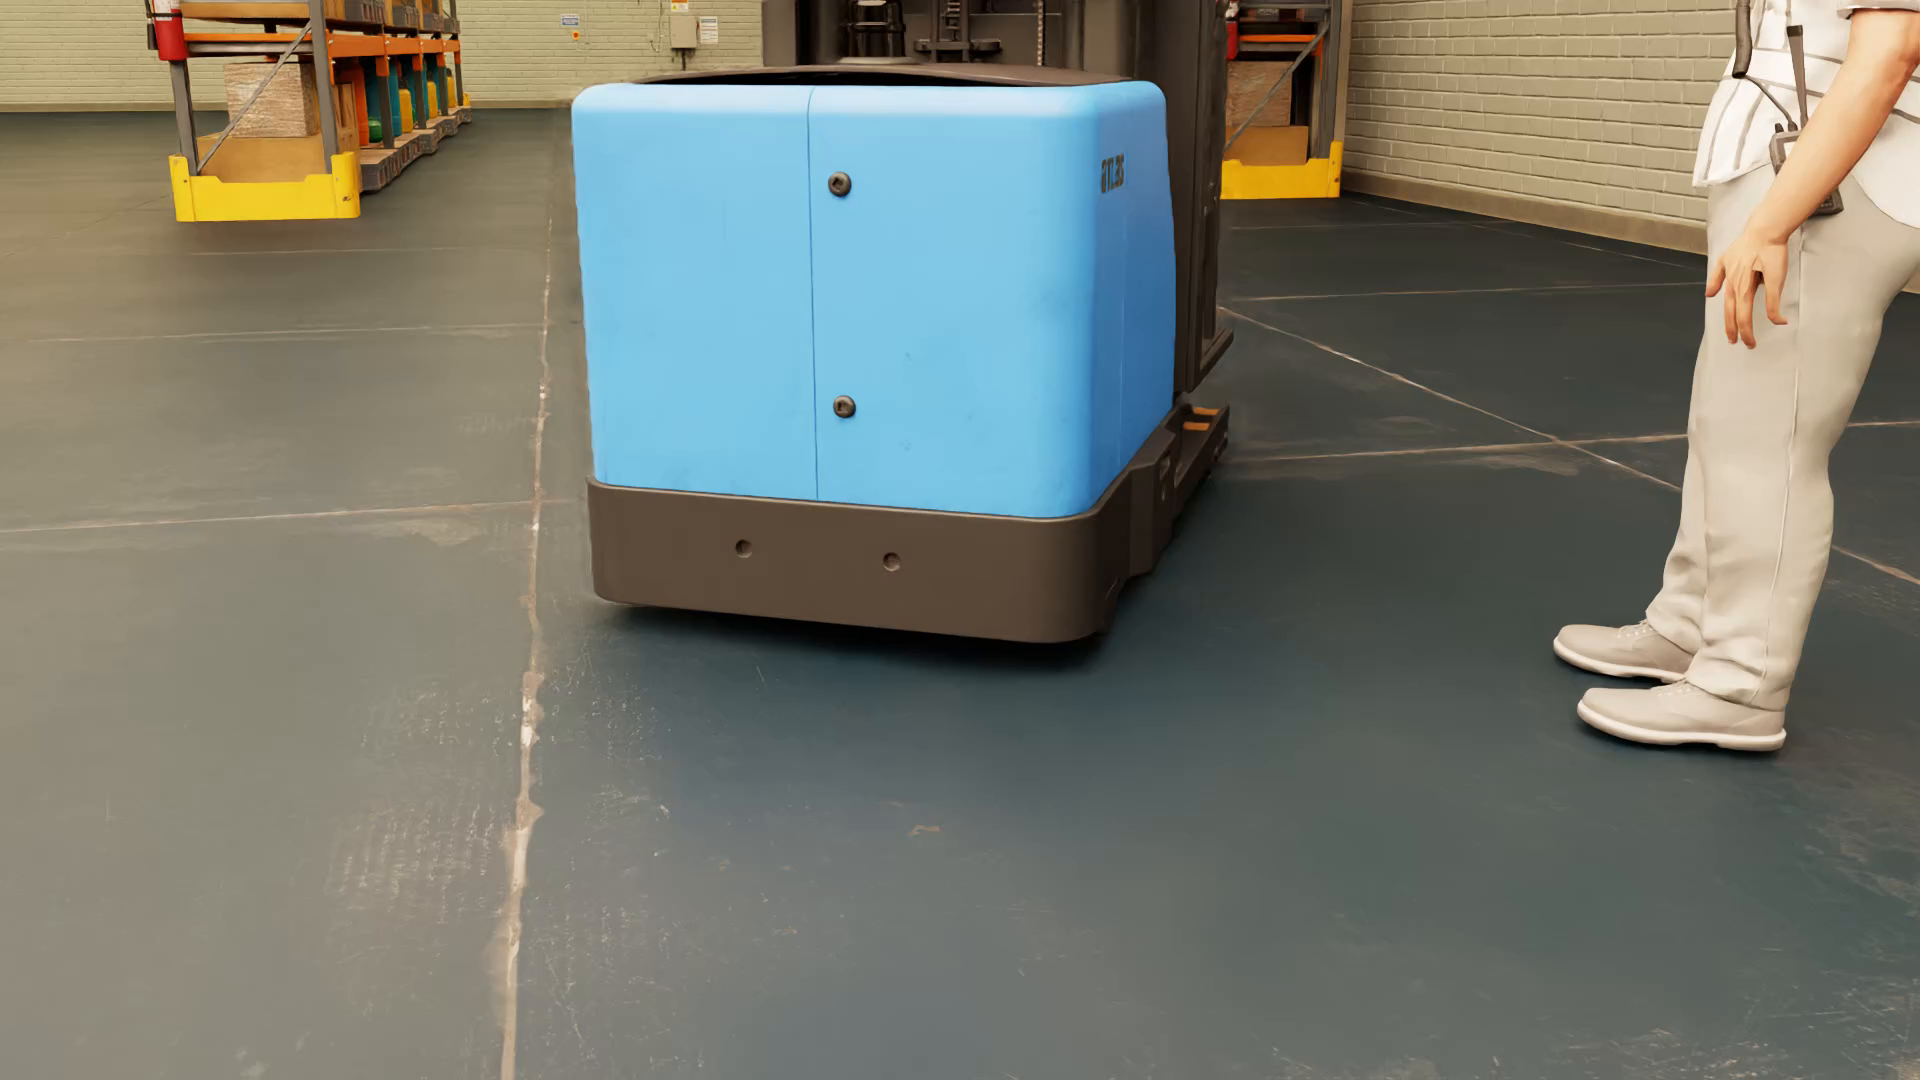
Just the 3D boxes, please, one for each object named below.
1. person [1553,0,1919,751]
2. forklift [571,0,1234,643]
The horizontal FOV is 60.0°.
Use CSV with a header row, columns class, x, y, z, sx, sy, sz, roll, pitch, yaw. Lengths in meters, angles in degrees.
class,x,y,z,sx,sy,sz,roll,pitch,yaw
person,1.271,-0.528,2.637,0.576,1.781,0.640,10,19,30
forklift,0.143,-1.590,4.221,1.130,2.935,3.031,5,17,15
